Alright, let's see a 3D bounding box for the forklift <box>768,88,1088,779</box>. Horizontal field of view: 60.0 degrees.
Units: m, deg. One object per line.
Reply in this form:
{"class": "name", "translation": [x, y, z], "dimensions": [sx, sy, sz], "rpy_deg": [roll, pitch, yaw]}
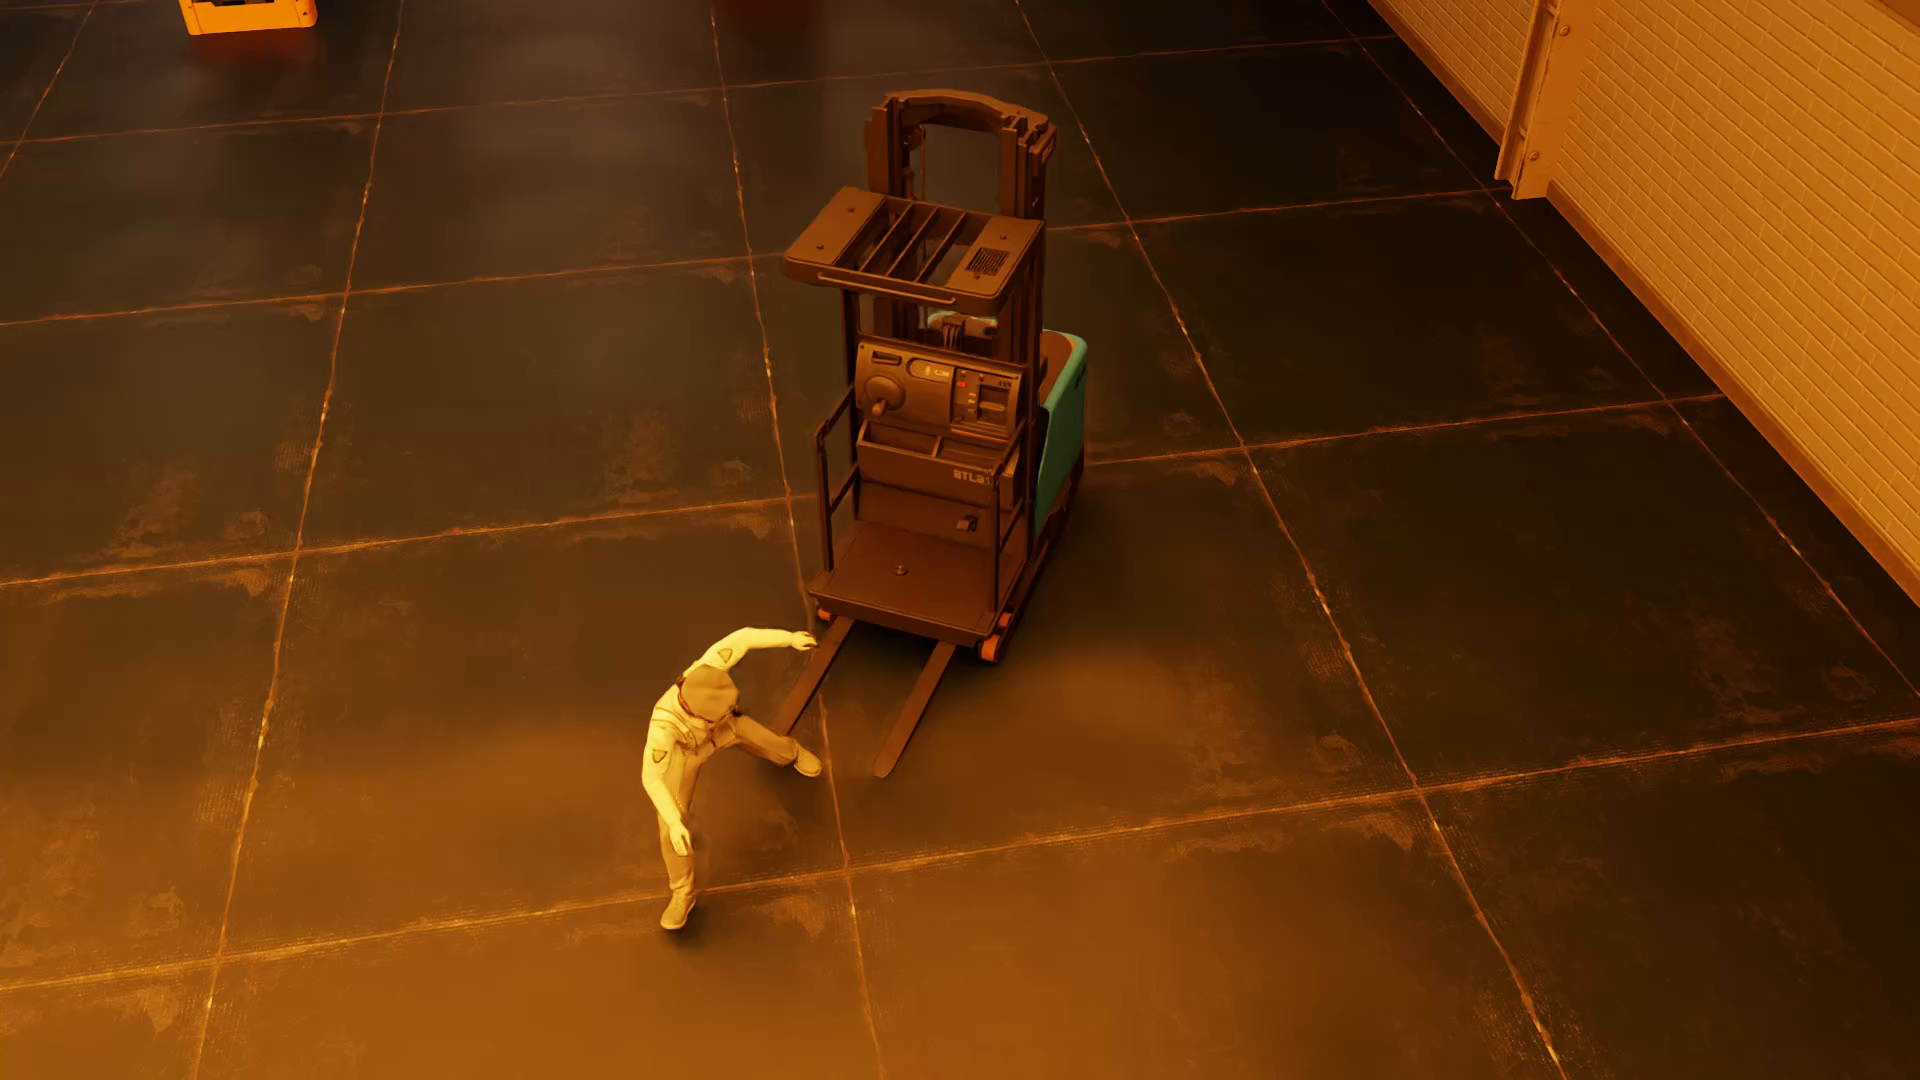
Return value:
{"class": "forklift", "translation": [-0.193, -0.730, 8.815], "dimensions": [1.130, 2.935, 3.031], "rpy_deg": [13, 42, 15]}

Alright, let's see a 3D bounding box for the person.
{"class": "person", "translation": [-1.126, 0.990, 7.986], "dimensions": [1.200, 1.397, 0.716], "rpy_deg": [-26, 47, -28]}
